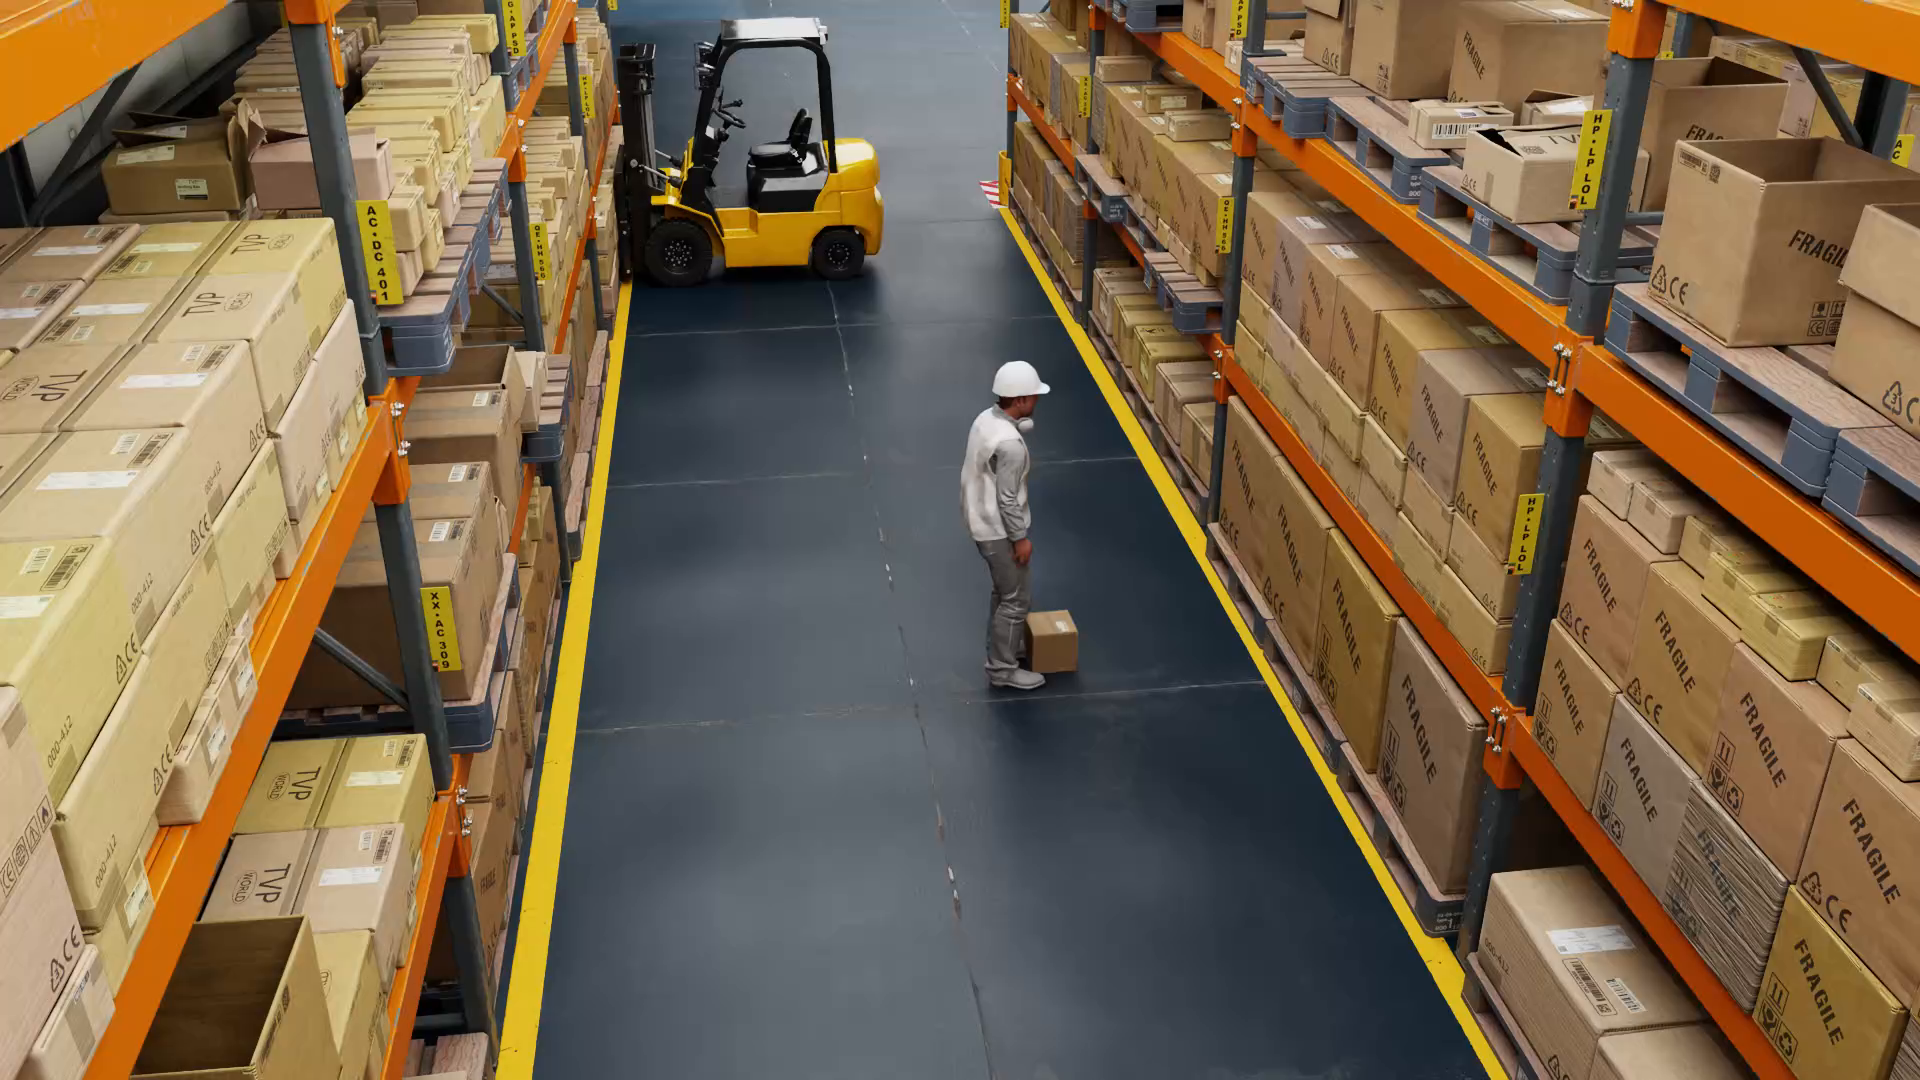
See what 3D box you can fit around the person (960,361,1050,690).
[{"bbox_3d":[0.242,-0.094,8.774,0.474,1.771,0.572,-5,27,-9],"label":"person"}]
